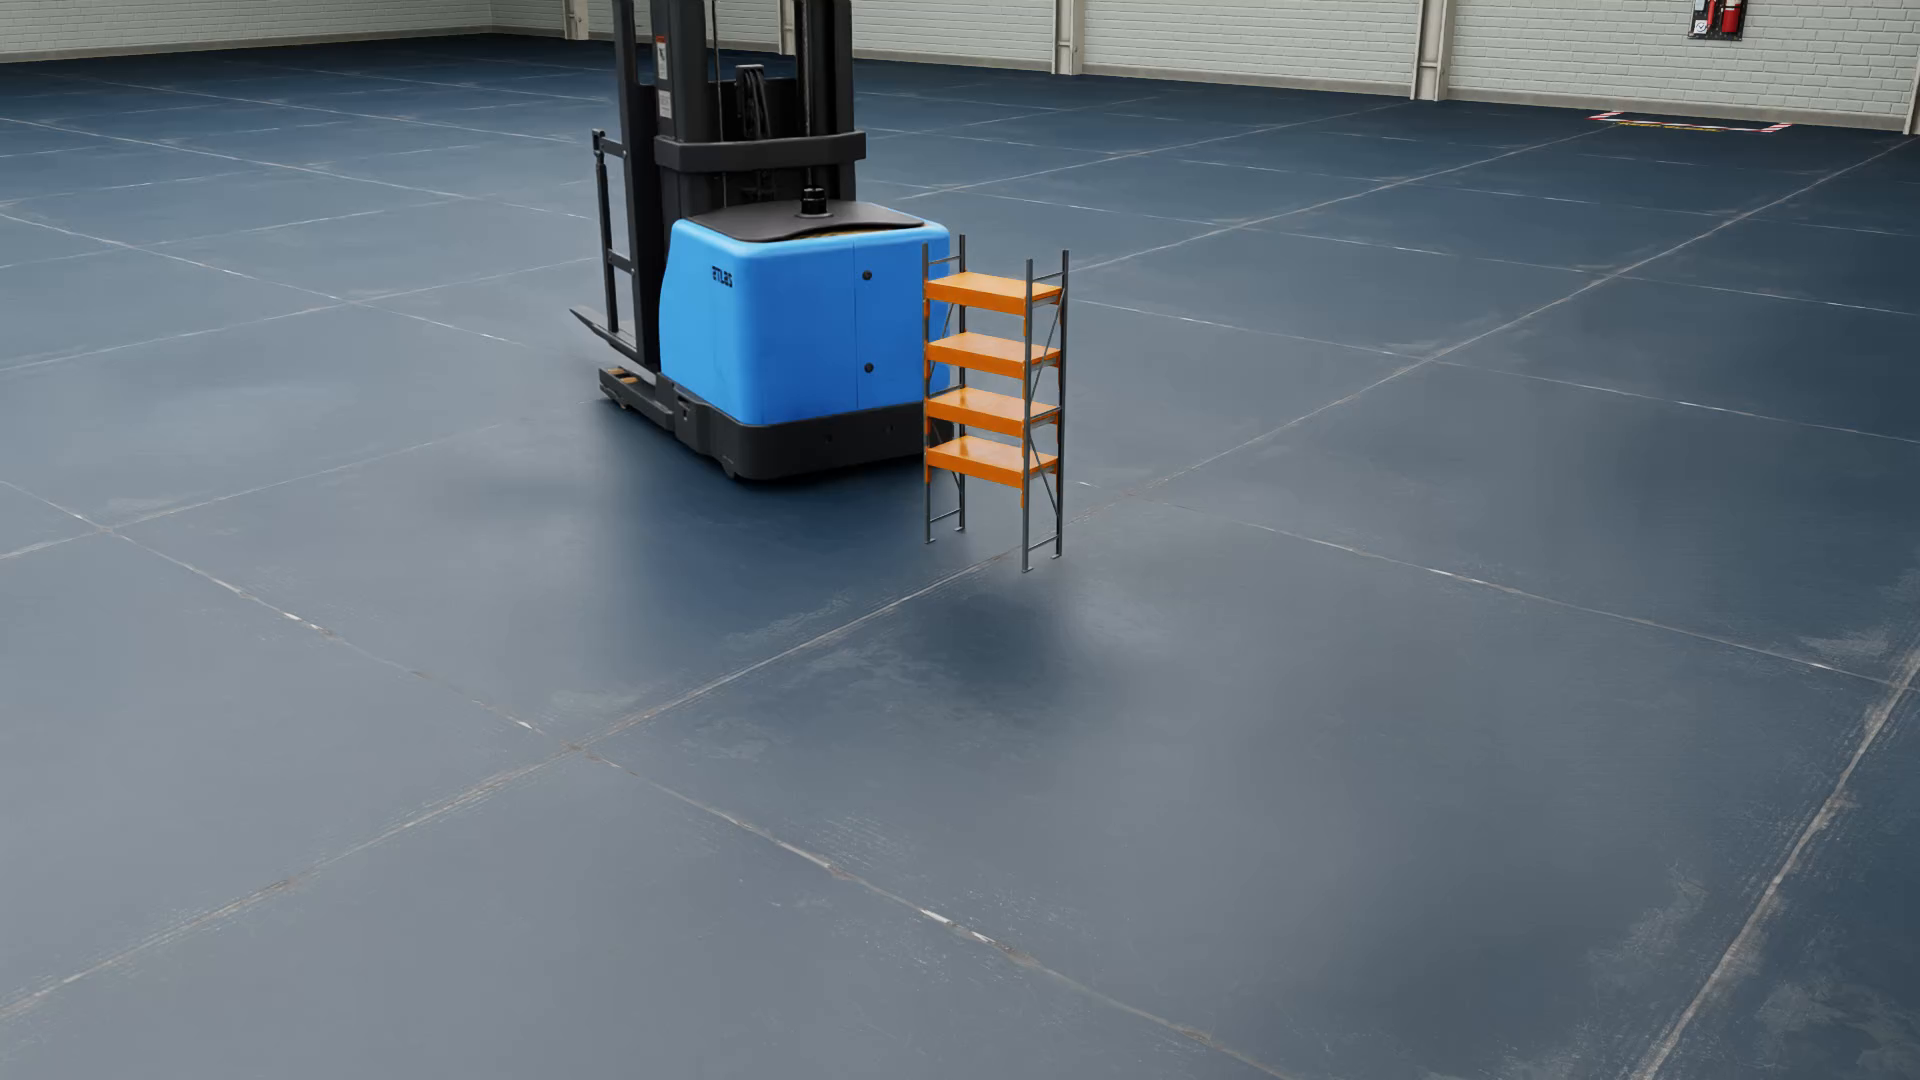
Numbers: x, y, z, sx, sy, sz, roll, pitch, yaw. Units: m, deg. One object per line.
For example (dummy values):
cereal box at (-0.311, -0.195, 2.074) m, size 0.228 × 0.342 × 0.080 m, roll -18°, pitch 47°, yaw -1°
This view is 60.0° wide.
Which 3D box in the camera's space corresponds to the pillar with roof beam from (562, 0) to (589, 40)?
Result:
pillar with roof beam at (-10.338, -13.005, 28.402) m, size 0.400 × 9.000 × 9.100 m, roll 16°, pitch 26°, yaw 36°

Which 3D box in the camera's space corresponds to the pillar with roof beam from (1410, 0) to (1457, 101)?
pillar with roof beam at (3.607, -8.989, 17.753) m, size 0.400 × 9.000 × 9.100 m, roll 16°, pitch 26°, yaw 36°

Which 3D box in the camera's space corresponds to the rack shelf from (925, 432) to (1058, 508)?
rack shelf at (0.128, -0.276, 6.452) m, size 0.480 × 0.148 × 0.258 m, roll 16°, pitch 26°, yaw 36°

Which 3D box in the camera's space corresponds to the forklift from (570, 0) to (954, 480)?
forklift at (-1.203, -2.103, 8.091) m, size 1.130 × 2.935 × 3.031 m, roll -12°, pitch 24°, yaw -28°

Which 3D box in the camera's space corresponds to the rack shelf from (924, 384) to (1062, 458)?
rack shelf at (0.128, -0.462, 6.382) m, size 0.480 × 0.148 × 0.258 m, roll 16°, pitch 26°, yaw 36°

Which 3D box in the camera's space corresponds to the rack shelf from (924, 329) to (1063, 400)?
rack shelf at (0.128, -0.671, 6.303) m, size 0.480 × 0.148 × 0.258 m, roll 16°, pitch 26°, yaw 36°

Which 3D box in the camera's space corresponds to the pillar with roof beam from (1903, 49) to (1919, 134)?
pillar with roof beam at (8.255, -7.651, 14.203) m, size 0.400 × 9.000 × 9.100 m, roll 16°, pitch 26°, yaw 36°

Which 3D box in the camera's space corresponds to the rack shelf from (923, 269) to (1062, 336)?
rack shelf at (0.128, -0.892, 6.220) m, size 0.480 × 0.148 × 0.258 m, roll 16°, pitch 26°, yaw 36°

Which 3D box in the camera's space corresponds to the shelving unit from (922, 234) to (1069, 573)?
shelving unit at (0.128, -0.524, 6.359) m, size 0.503 × 1.200 × 0.258 m, roll 16°, pitch 26°, yaw 36°

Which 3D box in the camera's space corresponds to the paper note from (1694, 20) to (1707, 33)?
paper note at (8.993, -6.228, 20.182) m, size 0.142 × 0.148 × 0.016 m, roll 16°, pitch 26°, yaw 36°

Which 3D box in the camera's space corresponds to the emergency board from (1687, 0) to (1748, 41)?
emergency board at (9.087, -6.582, 19.872) m, size 0.643 × 1.169 × 0.194 m, roll 16°, pitch 26°, yaw 36°

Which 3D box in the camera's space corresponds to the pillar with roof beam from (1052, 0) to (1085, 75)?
pillar with roof beam at (-1.042, -10.328, 21.302) m, size 0.400 × 9.000 × 9.100 m, roll 16°, pitch 26°, yaw 36°

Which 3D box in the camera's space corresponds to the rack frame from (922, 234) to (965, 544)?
rack frame at (-0.061, -0.579, 6.503) m, size 0.015 × 1.200 × 0.240 m, roll 16°, pitch 26°, yaw 36°

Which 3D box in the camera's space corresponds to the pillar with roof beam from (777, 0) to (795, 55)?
pillar with roof beam at (-5.690, -11.667, 24.852) m, size 0.400 × 9.000 × 9.100 m, roll 16°, pitch 26°, yaw 36°

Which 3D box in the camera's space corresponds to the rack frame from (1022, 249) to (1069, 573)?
rack frame at (0.317, -0.470, 6.214) m, size 0.015 × 1.200 × 0.240 m, roll 16°, pitch 26°, yaw 36°
